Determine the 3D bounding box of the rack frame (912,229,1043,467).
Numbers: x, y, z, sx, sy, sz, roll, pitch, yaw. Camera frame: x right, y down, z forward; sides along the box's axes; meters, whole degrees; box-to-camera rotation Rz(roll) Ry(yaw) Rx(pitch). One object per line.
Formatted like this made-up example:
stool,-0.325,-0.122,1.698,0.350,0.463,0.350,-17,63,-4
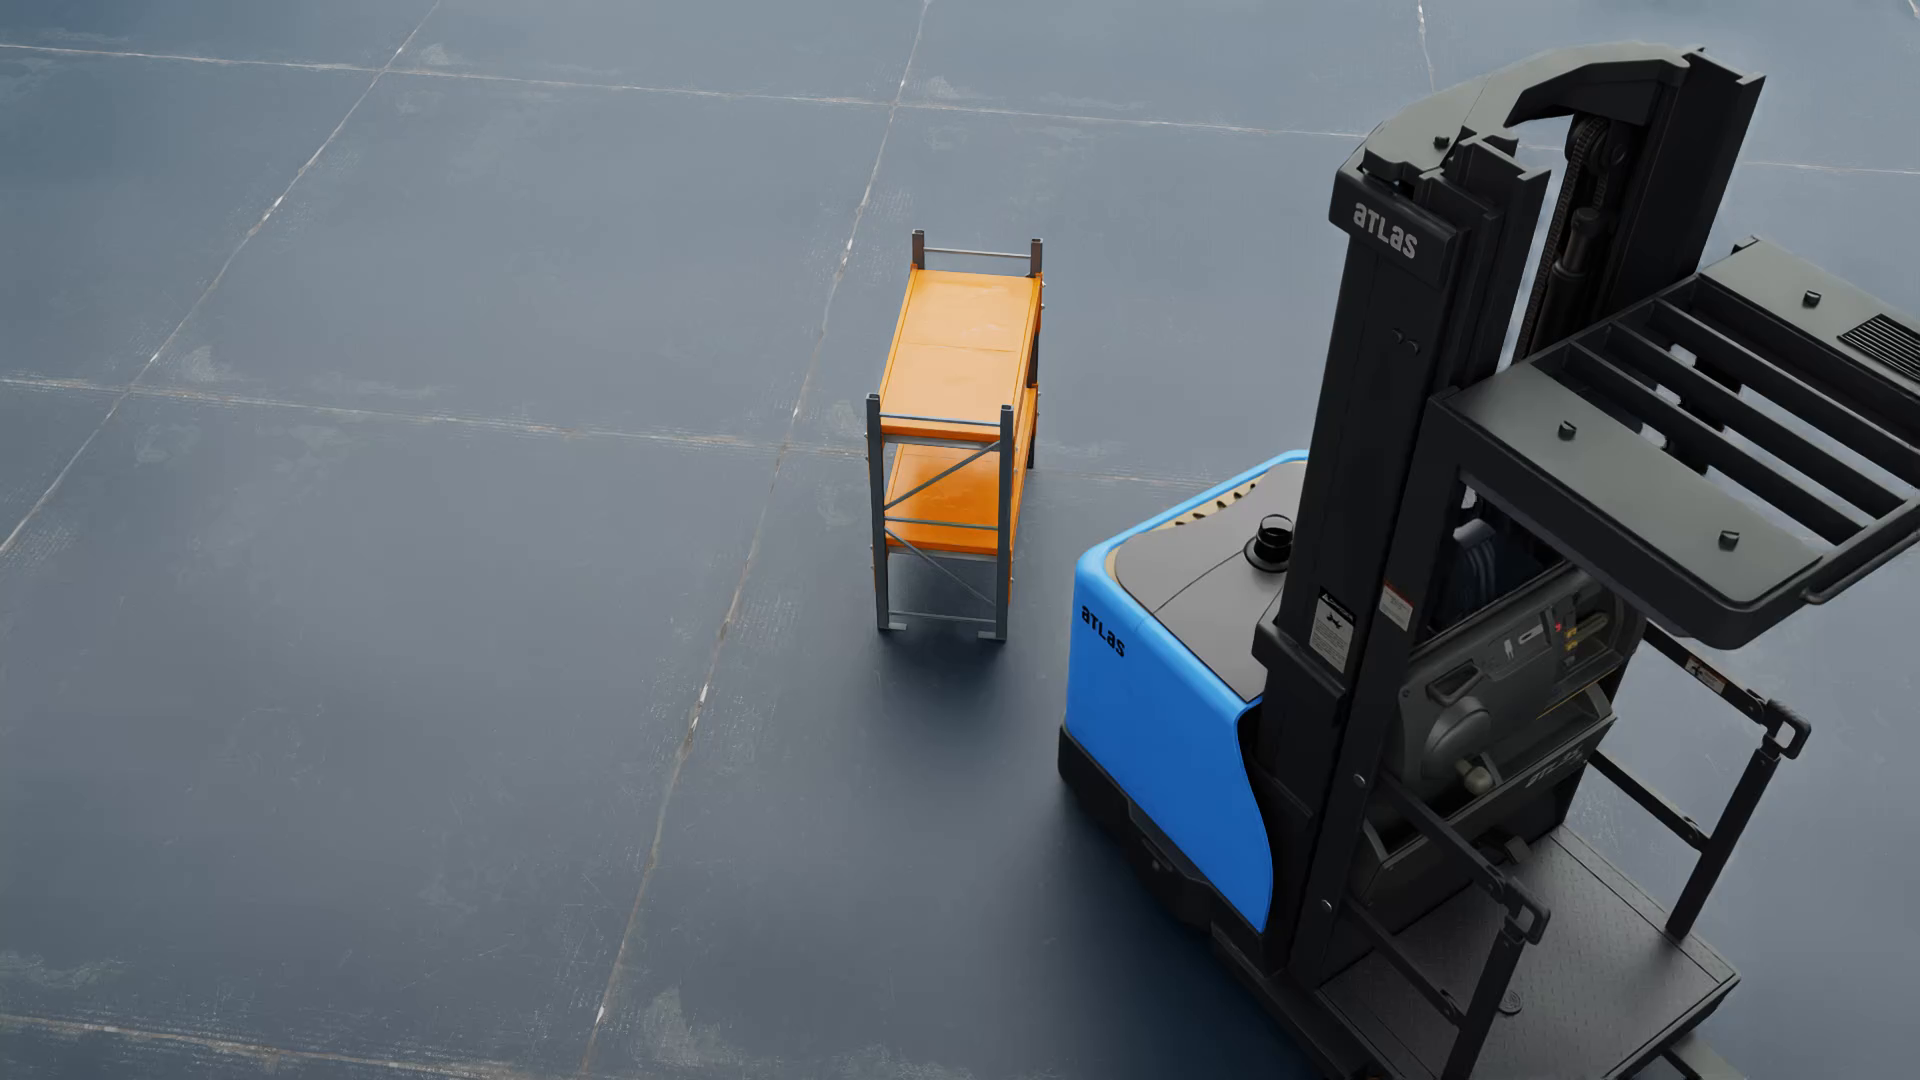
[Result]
rack frame,0.066,-0.750,6.724,0.500,1.125,0.032,5,44,6

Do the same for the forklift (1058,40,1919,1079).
forklift,1.589,0.413,4.182,1.130,2.935,3.031,-25,49,-24

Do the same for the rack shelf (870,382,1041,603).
rack shelf,-0.001,-0.226,6.526,0.538,0.278,1.000,5,44,6

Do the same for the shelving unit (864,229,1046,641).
shelving unit,-0.001,-0.404,6.358,0.538,1.125,1.048,5,44,6

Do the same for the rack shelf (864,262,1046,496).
rack shelf,-0.001,-0.616,6.157,0.538,0.278,1.000,5,44,6

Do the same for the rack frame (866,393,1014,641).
rack frame,-0.068,-0.057,5.992,0.500,1.125,0.032,5,44,6
